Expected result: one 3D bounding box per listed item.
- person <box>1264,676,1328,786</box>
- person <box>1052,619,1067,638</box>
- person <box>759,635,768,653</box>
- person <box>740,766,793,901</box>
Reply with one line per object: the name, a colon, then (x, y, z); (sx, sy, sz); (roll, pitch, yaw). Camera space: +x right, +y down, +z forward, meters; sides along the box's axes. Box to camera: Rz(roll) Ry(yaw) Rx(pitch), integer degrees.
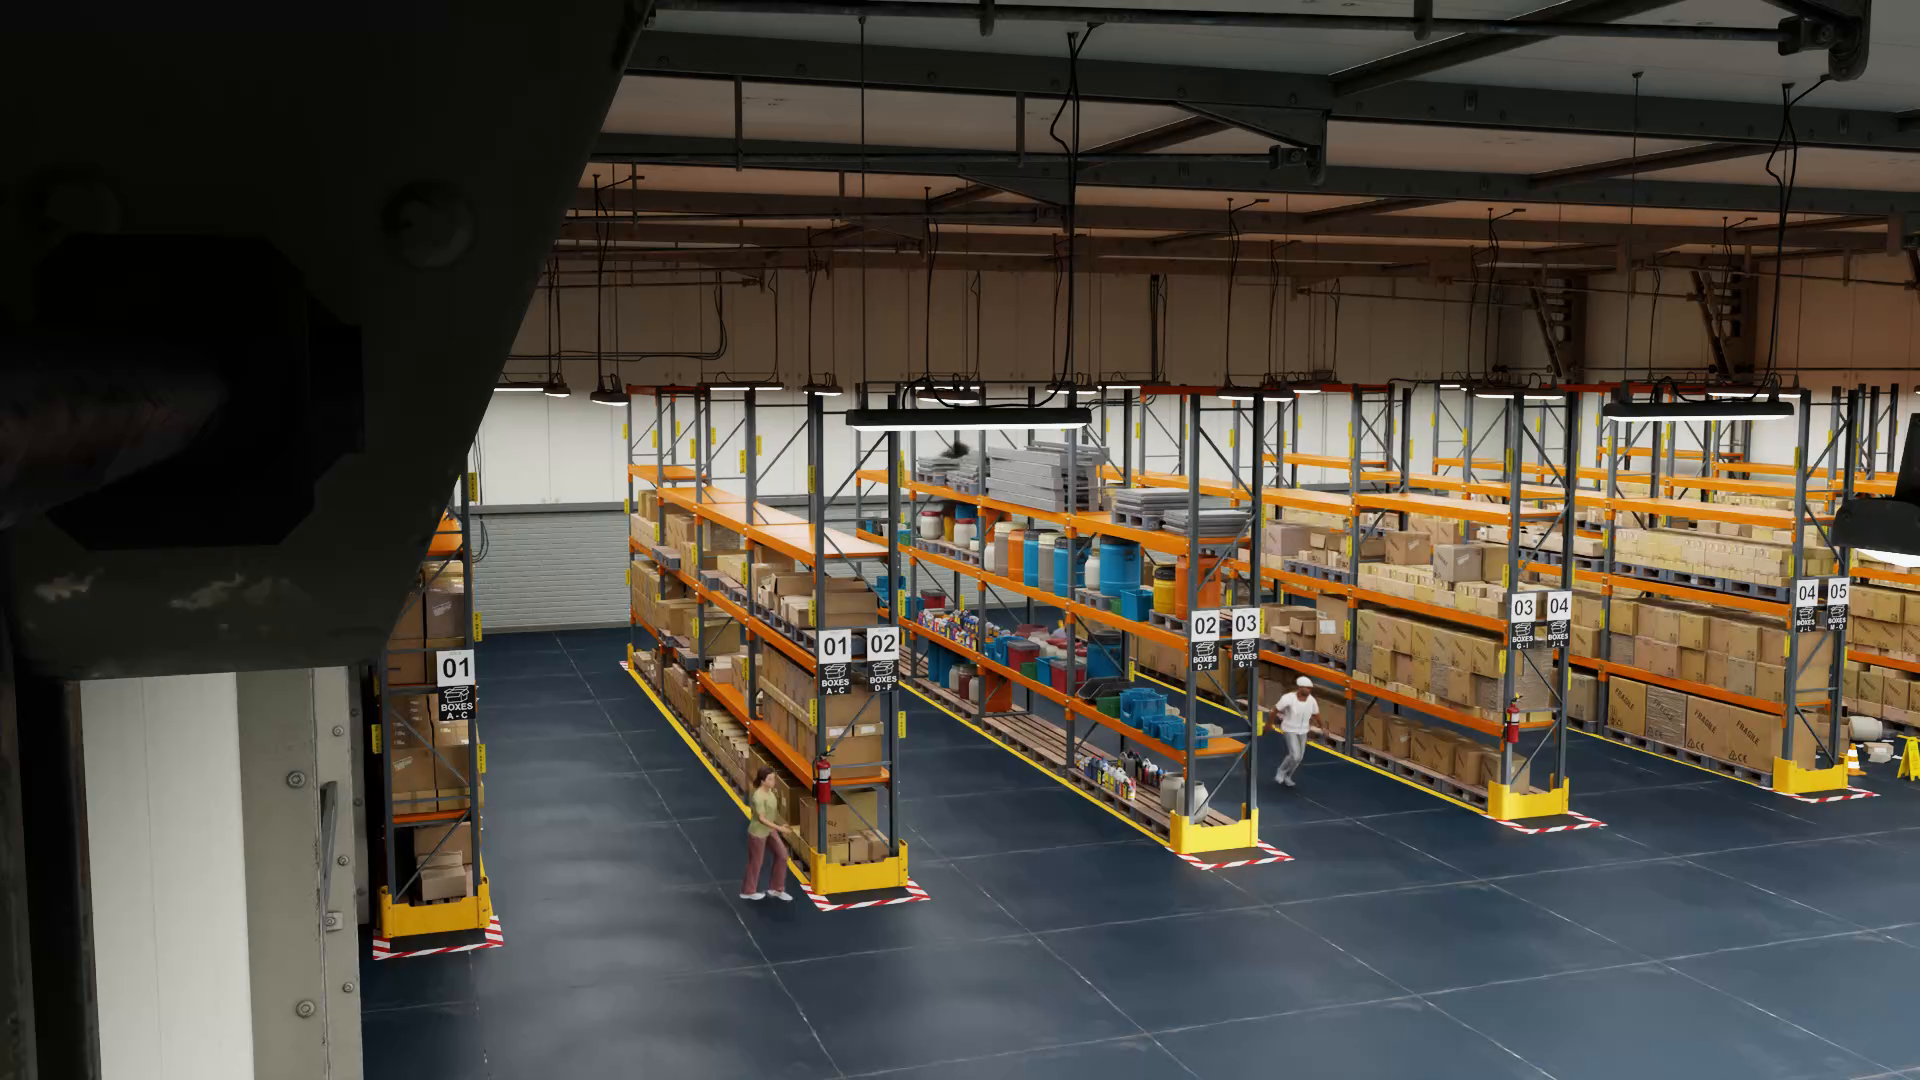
person: (5.088, 2.886, 25.011); (0.710, 1.701, 0.794); (-3, 6, -24)
person: (1.902, 2.264, 32.040); (0.629, 1.620, 0.955); (-4, 7, -36)
person: (-4.042, 1.968, 34.109); (0.626, 1.769, 0.831); (-3, 7, -27)
person: (-2.291, 3.475, 19.606); (0.694, 1.676, 0.571); (1, 6, 13)
